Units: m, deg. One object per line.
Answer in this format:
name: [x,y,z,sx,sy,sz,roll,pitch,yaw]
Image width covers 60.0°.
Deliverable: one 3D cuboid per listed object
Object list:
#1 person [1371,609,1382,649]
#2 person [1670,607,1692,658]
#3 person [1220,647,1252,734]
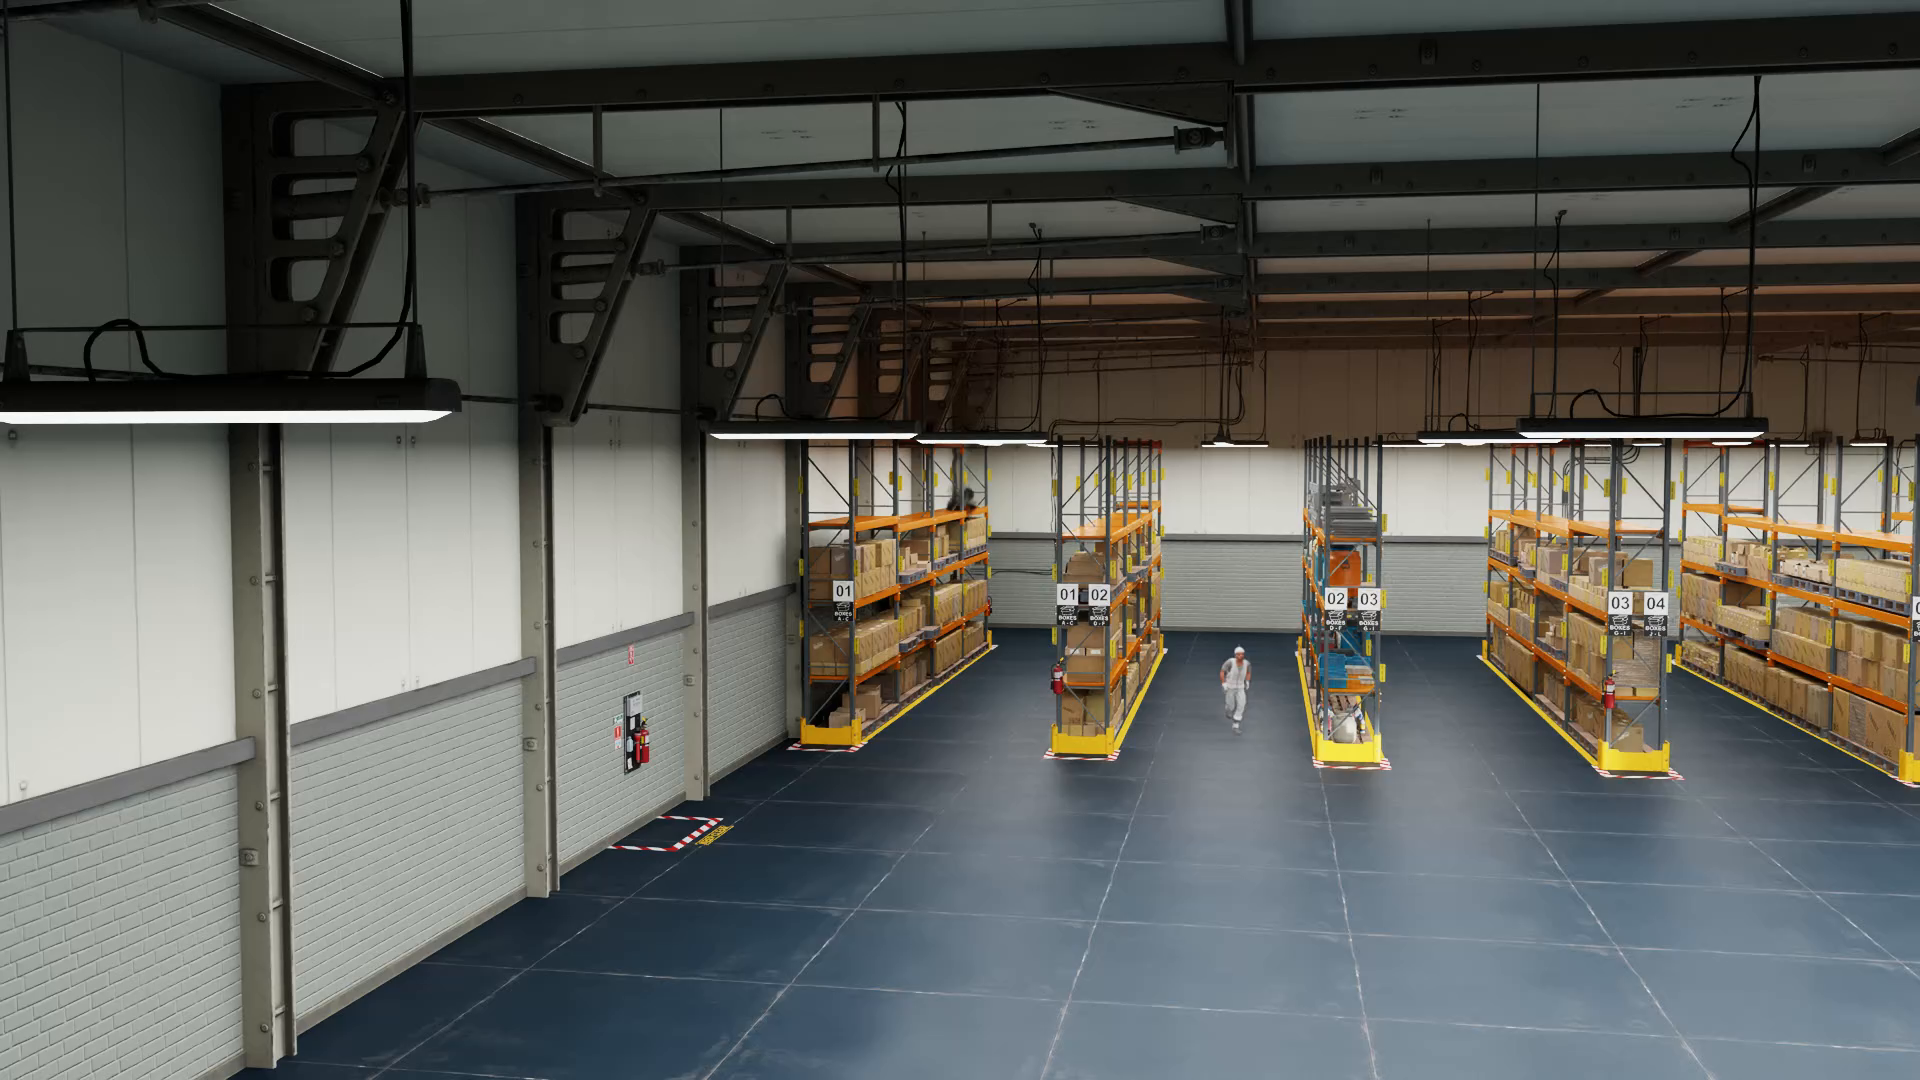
person: [11.816,2.340,48.004,0.719,1.650,0.508,1,3,25]
person: [19.925,2.380,45.716,0.819,1.741,0.680,-1,3,-13]
person: [5.618,3.035,33.905,0.662,1.759,0.895,0,3,-5]
